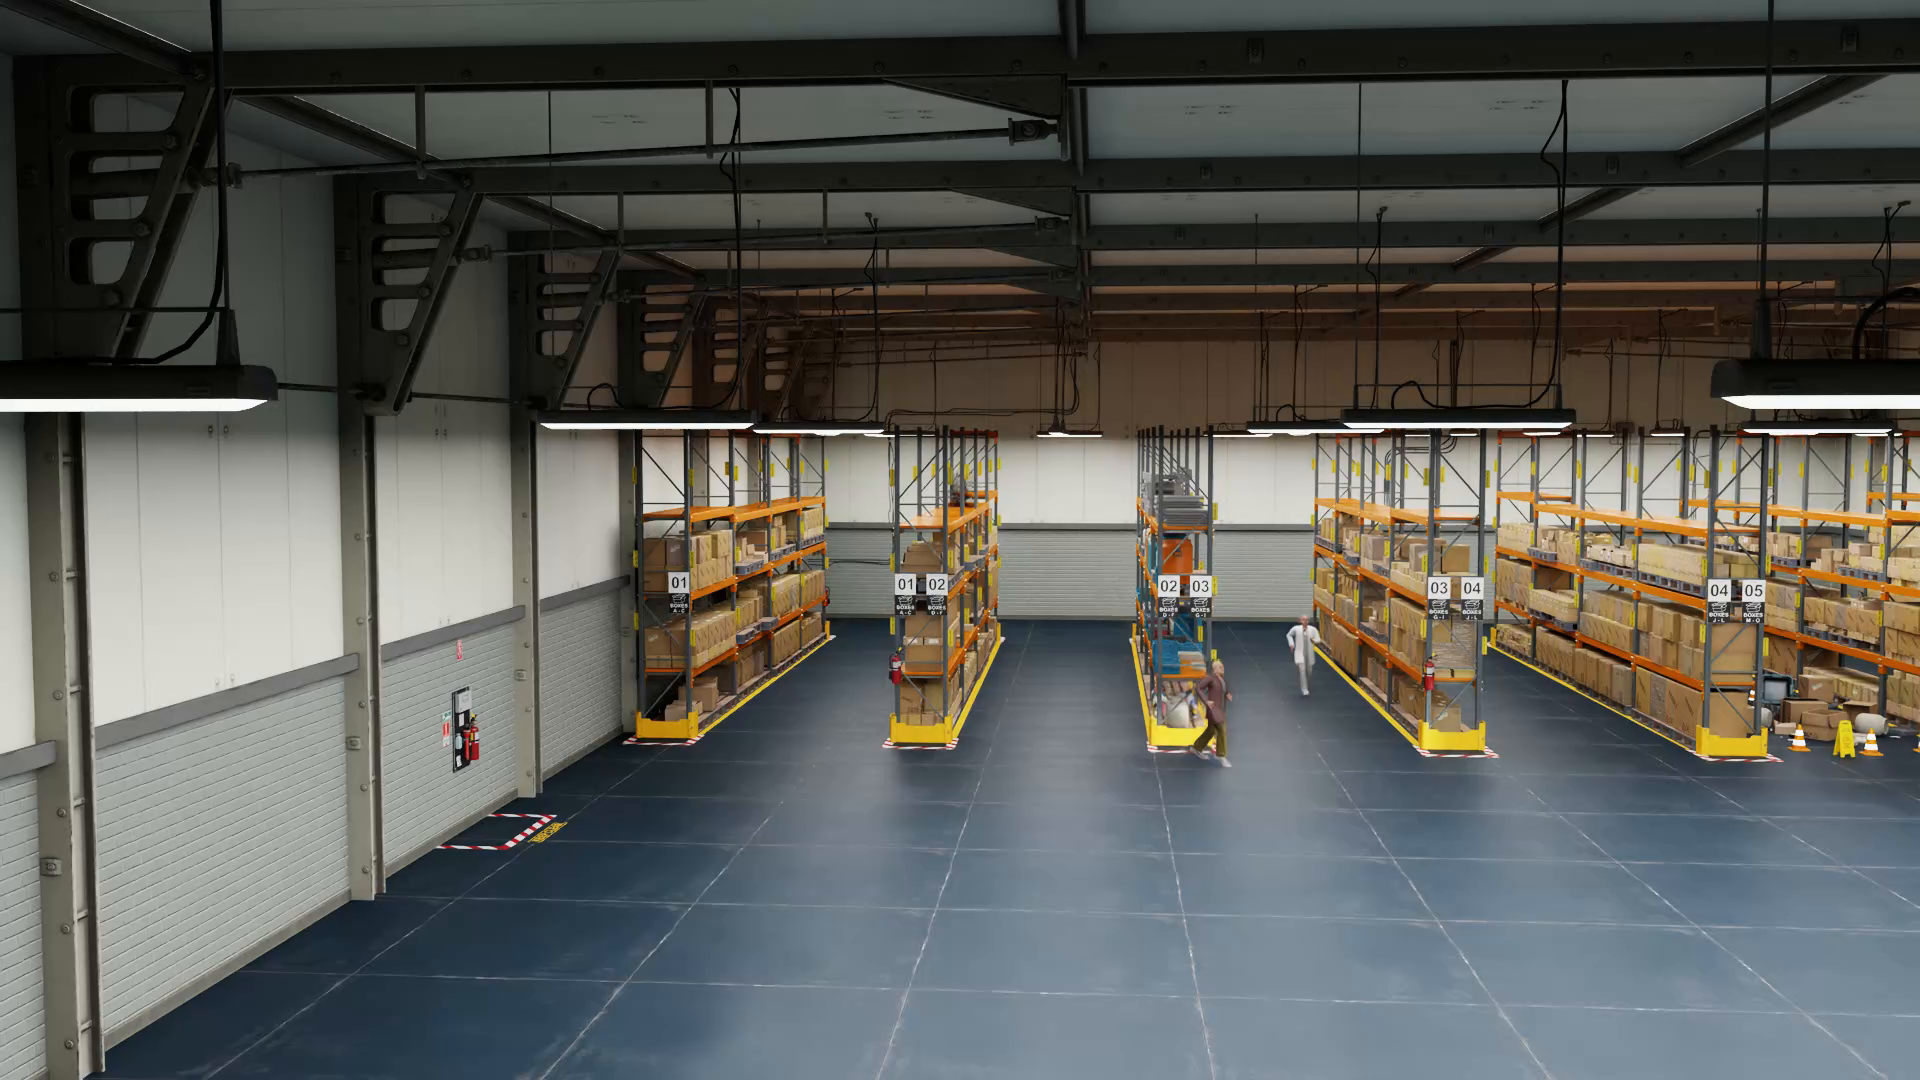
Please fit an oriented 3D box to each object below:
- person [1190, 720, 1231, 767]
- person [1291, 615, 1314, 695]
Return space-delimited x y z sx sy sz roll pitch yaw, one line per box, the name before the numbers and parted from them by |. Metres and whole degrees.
person | 4.489 3.411 29.480 0.857 1.144 0.378 2 4 36
person | 7.756 2.604 37.465 0.676 1.666 1.061 0 3 -1
